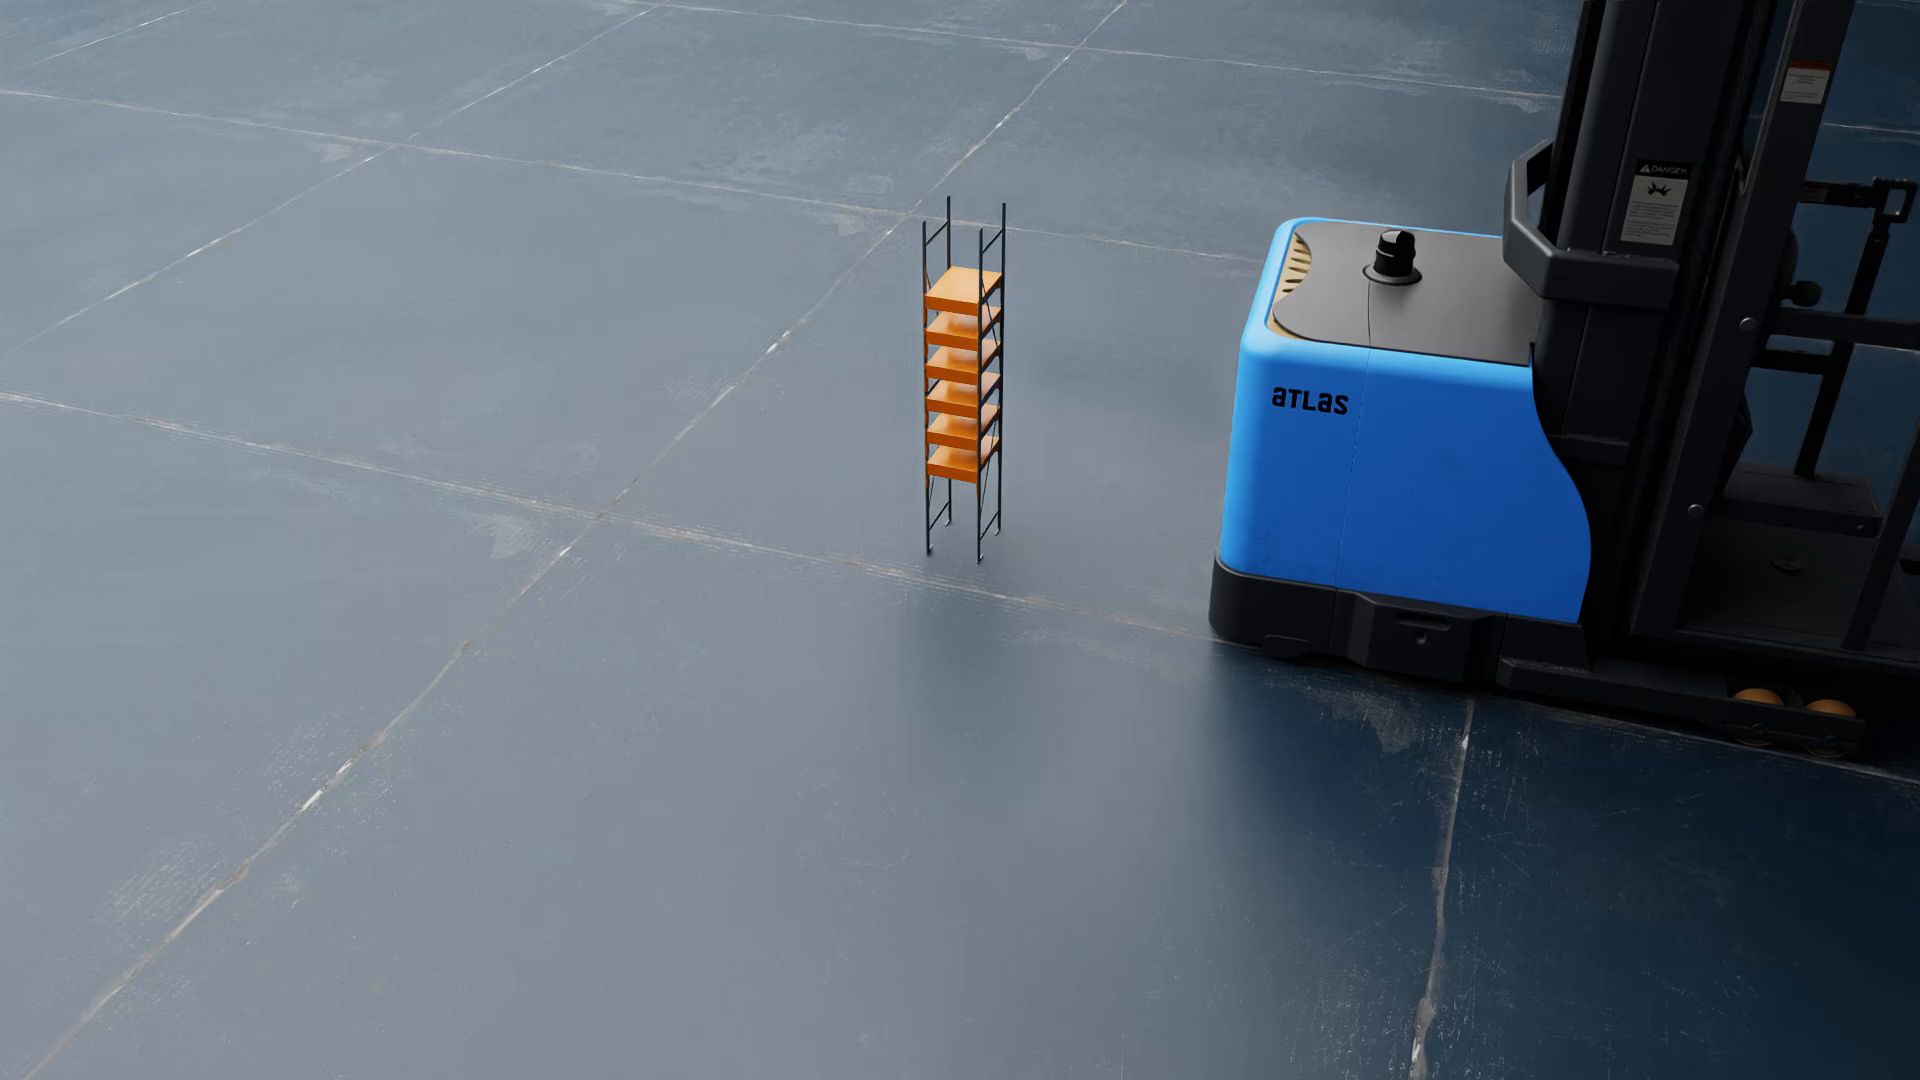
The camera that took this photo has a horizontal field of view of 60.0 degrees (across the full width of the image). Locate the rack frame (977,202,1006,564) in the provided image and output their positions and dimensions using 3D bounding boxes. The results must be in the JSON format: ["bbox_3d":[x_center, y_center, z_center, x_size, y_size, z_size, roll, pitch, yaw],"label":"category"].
[{"bbox_3d":[0.100,-0.485,5.395,0.006,1.200,0.240,11,34,16],"label":"rack frame"}]

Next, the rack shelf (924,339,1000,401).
[{"bbox_3d":[0.014,-0.565,5.379,0.180,0.103,0.258,11,34,16],"label":"rack shelf"}]

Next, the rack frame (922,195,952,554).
[{"bbox_3d":[-0.073,-0.518,5.446,0.006,1.200,0.240,11,34,16],"label":"rack frame"}]

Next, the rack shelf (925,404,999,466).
[{"bbox_3d":[0.014,-0.363,5.510,0.180,0.103,0.258,11,34,16],"label":"rack shelf"}]

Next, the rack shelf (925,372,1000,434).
[{"bbox_3d":[0.014,-0.464,5.445,0.180,0.103,0.258,11,34,16],"label":"rack shelf"}]

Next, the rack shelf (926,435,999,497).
[{"bbox_3d":[0.014,-0.262,5.575,0.180,0.103,0.258,11,34,16],"label":"rack shelf"}]

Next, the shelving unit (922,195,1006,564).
[{"bbox_3d":[0.014,-0.501,5.420,0.189,1.200,0.258,11,34,16],"label":"shelving unit"}]

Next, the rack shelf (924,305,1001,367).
[{"bbox_3d":[0.014,-0.666,5.314,0.180,0.103,0.258,11,34,16],"label":"rack shelf"}]

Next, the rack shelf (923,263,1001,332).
[{"bbox_3d":[0.014,-0.767,5.249,0.180,0.103,0.258,11,34,16],"label":"rack shelf"}]

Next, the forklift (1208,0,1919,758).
[{"bbox_3d":[2.357,-0.927,4.483,3.031,2.935,1.130,9,34,13],"label":"forklift"}]
